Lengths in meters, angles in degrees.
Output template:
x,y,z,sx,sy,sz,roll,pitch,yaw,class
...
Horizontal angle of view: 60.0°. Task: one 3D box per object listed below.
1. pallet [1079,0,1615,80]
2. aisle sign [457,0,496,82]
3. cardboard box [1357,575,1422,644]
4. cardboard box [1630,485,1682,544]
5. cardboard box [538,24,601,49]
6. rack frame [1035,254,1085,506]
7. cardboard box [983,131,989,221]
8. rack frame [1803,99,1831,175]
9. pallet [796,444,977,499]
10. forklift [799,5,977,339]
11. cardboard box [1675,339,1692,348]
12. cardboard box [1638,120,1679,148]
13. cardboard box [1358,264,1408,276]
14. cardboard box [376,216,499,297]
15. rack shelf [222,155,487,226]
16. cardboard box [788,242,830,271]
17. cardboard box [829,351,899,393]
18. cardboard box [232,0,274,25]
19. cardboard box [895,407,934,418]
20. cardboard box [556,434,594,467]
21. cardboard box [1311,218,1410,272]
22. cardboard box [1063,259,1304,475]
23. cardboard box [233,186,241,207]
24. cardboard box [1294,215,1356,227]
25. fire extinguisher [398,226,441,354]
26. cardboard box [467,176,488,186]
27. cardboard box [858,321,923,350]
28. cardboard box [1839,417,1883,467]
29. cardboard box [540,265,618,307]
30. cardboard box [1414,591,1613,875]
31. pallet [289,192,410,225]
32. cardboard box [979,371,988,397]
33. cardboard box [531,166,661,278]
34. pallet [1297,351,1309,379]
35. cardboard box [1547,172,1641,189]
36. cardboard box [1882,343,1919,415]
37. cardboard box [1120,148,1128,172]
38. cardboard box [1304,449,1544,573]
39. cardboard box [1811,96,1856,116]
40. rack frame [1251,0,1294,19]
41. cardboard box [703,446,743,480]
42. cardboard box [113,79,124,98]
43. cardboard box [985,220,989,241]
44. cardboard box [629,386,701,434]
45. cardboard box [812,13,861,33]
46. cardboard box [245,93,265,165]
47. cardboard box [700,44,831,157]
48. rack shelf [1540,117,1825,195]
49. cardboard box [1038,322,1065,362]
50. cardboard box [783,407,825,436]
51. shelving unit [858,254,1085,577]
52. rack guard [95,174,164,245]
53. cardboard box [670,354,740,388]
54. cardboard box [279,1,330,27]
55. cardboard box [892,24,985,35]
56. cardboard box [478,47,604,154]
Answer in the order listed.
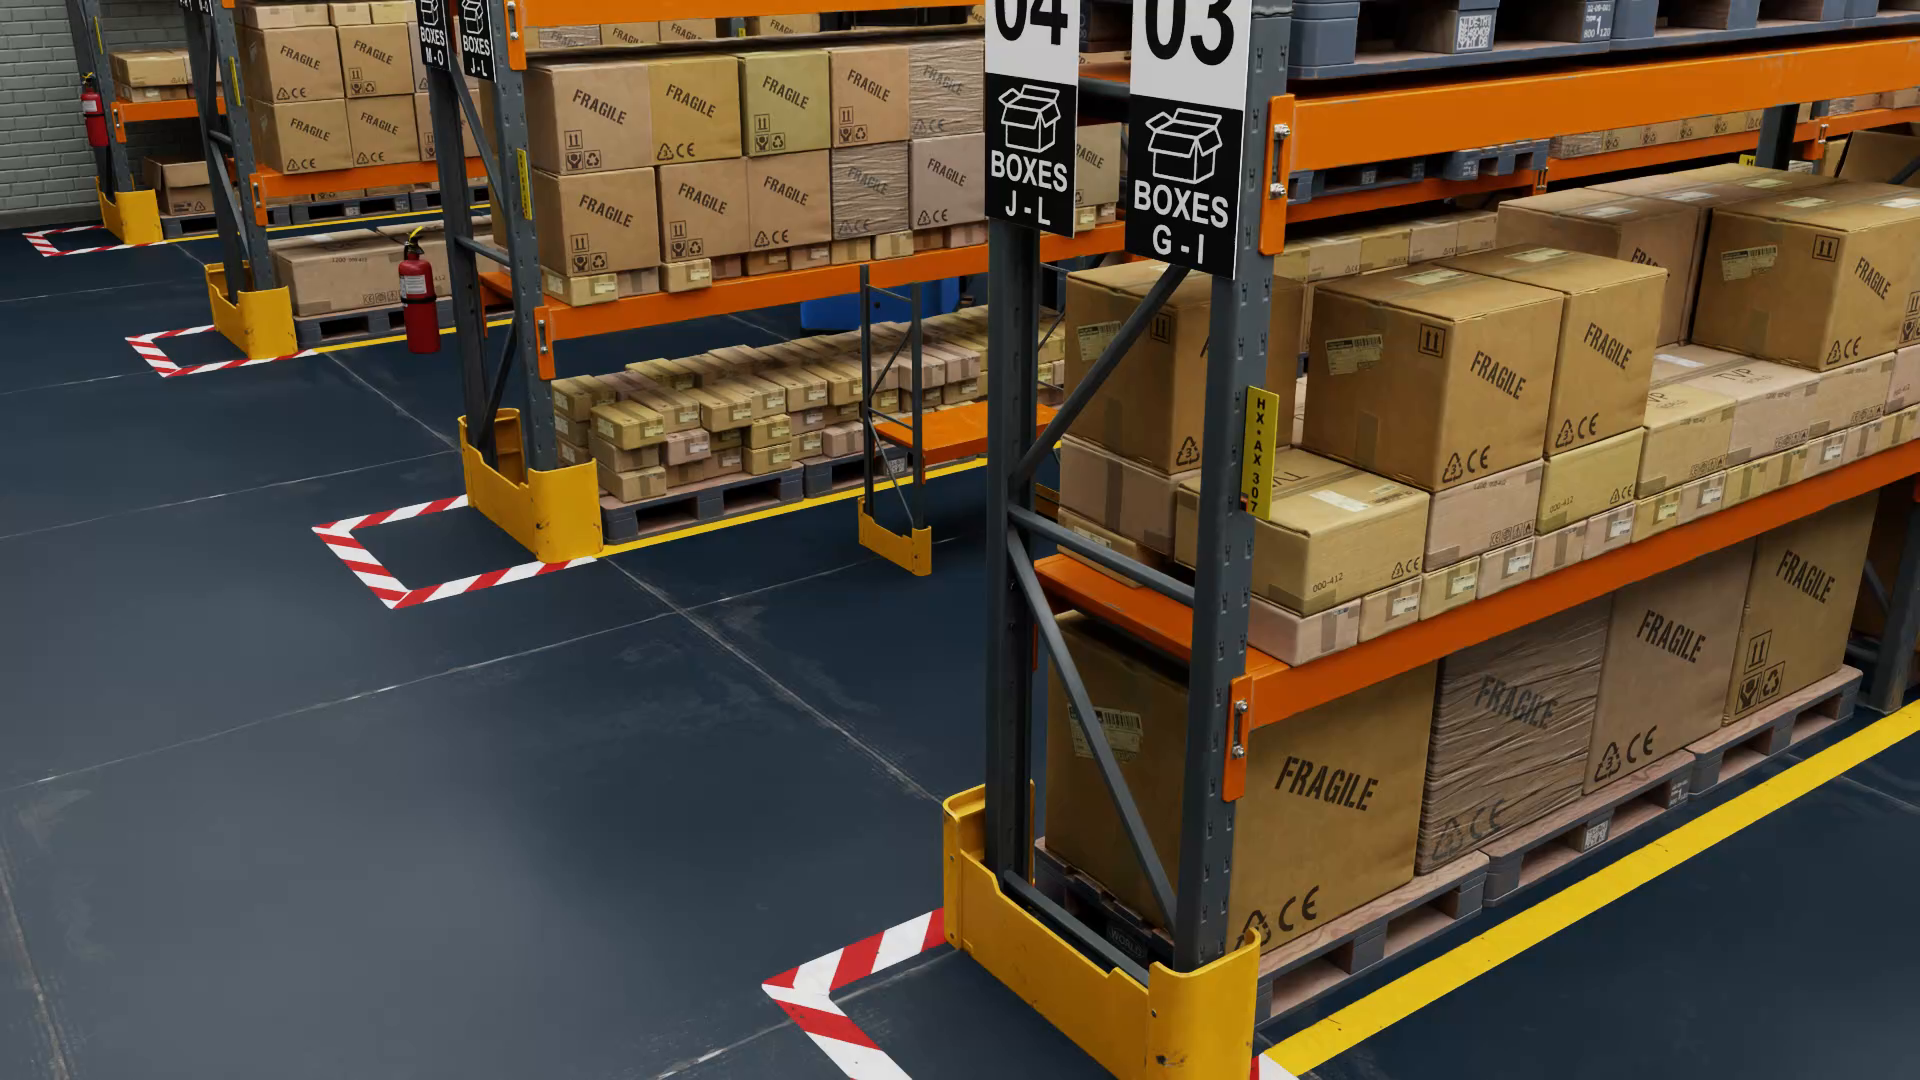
x,y,z,sx,sy,sz,roll,pitch,yaw,class
1.015,-1.458,4.575,1.213,0.211,1.003,-15,26,-33,pallet
-2.279,-2.557,7.751,0.004,0.787,0.394,-15,26,-33,aisle sign
1.108,0.141,4.834,0.250,0.149,0.380,-15,26,-34,cardboard box
2.148,-0.136,5.530,0.250,0.149,0.380,-16,27,-34,cardboard box
-3.167,-3.894,13.125,0.500,0.500,0.500,-15,26,-32,cardboard box
0.482,-0.825,8.940,0.032,1.500,0.500,-15,26,-33,rack frame
0.202,-2.205,9.838,0.500,0.500,0.500,-16,27,-34,cardboard box
7.346,-4.054,15.007,0.127,3.000,1.000,-15,26,-33,rack frame
-0.664,-0.605,10.128,1.213,0.211,1.003,-15,26,-33,pallet
-0.454,-3.107,12.728,1.130,2.935,3.031,3,22,7,forklift
2.725,-0.747,6.523,0.500,0.250,0.500,-15,26,-33,cardboard box
5.441,-3.470,13.410,0.500,0.500,0.500,-15,26,-33,cardboard box
2.874,-1.770,12.091,0.500,0.500,0.500,-16,27,-35,cardboard box
-4.153,-2.302,13.509,0.875,0.438,0.875,-14,26,-31,cardboard box
-3.745,-3.022,13.394,4.000,0.370,1.077,-15,26,-33,rack shelf
-0.927,-1.614,9.233,0.250,0.149,0.380,-16,27,-34,cardboard box
-0.567,-0.989,9.804,0.250,0.149,0.380,-15,26,-33,cardboard box
-5.194,-3.873,12.197,0.250,0.149,0.380,-15,26,-32,cardboard box
-0.359,-0.745,9.997,0.250,0.149,0.380,-14,26,-32,cardboard box
-2.090,-0.504,9.391,0.250,0.149,0.380,-14,26,-32,cardboard box
2.871,-2.125,11.969,0.500,0.250,0.500,-14,26,-32,cardboard box
0.661,-0.543,5.000,0.500,0.500,0.500,-15,26,-32,cardboard box
-7.351,-3.471,16.828,0.250,0.149,0.380,-16,27,-35,cardboard box
2.577,-2.281,12.359,0.500,0.250,0.500,-15,26,-32,cardboard box
-2.869,-1.331,8.793,0.183,0.674,0.296,-15,26,-33,fire extinguisher
-5.304,-3.944,18.012,0.250,0.149,0.380,-16,27,-34,cardboard box
-0.436,-1.252,10.463,0.250,0.149,0.380,-14,26,-32,cardboard box
3.193,-0.415,6.229,0.250,0.149,0.380,-15,26,-34,cardboard box
-1.941,-1.311,8.473,0.250,0.149,0.380,-15,26,-33,cardboard box
1.631,0.490,5.921,0.875,0.875,0.875,-15,26,-33,cardboard box
-6.572,-3.573,17.565,1.213,0.211,1.003,-15,26,-33,pallet
0.101,-1.017,10.276,0.250,0.149,0.380,-15,26,-32,cardboard box
-1.870,-1.655,8.460,0.500,0.500,0.500,-14,25,-30,cardboard box
2.474,-1.461,12.274,1.213,0.211,1.003,-15,26,-33,pallet
5.353,-2.633,13.916,0.750,0.750,1.050,-14,26,-32,cardboard box
3.461,-0.702,6.409,0.500,0.250,0.500,-15,26,-34,cardboard box
1.058,-2.546,11.001,0.250,0.149,0.380,-16,27,-34,cardboard box
1.385,-0.148,5.020,0.500,0.250,0.500,-15,26,-33,cardboard box
7.638,-4.207,15.189,0.550,0.550,0.875,-15,26,-33,cardboard box
0.419,-2.728,3.592,0.127,3.000,1.000,-15,26,-33,rack frame
-1.421,-0.481,9.335,0.250,0.149,0.380,-15,26,-32,cardboard box
-8.158,-4.452,16.344,0.250,0.149,0.380,-15,26,-33,cardboard box
0.110,-1.909,9.973,0.250,0.149,0.380,-16,27,-34,cardboard box
-1.618,-0.710,9.107,0.250,0.149,0.380,-14,26,-32,cardboard box
-1.199,-4.427,14.460,0.500,0.500,0.500,-15,26,-33,cardboard box
-5.131,-3.154,12.618,0.500,0.500,0.500,-15,26,-33,cardboard box
-1.035,-2.339,8.826,0.500,0.500,0.500,-16,27,-34,cardboard box
5.722,-3.286,14.056,4.000,0.370,1.077,-15,26,-33,rack shelf
0.531,-1.247,10.450,0.250,0.149,0.380,-15,26,-32,cardboard box
-0.986,-0.732,9.563,0.250,0.149,0.380,-16,27,-35,cardboard box
0.062,-0.713,8.660,1.083,1.500,0.587,-15,26,-33,shelving unit
-8.209,-3.271,16.420,0.348,0.500,1.175,-15,26,-33,rack guard
-1.493,-0.963,9.739,0.250,0.149,0.380,-16,27,-35,cardboard box
-4.747,-3.807,12.031,0.250,0.149,0.380,-14,26,-32,cardboard box
-0.069,-2.830,10.055,0.500,0.500,0.500,-16,27,-34,cardboard box
-2.169,-2.279,8.675,0.500,0.500,0.500,-16,27,-34,cardboard box
